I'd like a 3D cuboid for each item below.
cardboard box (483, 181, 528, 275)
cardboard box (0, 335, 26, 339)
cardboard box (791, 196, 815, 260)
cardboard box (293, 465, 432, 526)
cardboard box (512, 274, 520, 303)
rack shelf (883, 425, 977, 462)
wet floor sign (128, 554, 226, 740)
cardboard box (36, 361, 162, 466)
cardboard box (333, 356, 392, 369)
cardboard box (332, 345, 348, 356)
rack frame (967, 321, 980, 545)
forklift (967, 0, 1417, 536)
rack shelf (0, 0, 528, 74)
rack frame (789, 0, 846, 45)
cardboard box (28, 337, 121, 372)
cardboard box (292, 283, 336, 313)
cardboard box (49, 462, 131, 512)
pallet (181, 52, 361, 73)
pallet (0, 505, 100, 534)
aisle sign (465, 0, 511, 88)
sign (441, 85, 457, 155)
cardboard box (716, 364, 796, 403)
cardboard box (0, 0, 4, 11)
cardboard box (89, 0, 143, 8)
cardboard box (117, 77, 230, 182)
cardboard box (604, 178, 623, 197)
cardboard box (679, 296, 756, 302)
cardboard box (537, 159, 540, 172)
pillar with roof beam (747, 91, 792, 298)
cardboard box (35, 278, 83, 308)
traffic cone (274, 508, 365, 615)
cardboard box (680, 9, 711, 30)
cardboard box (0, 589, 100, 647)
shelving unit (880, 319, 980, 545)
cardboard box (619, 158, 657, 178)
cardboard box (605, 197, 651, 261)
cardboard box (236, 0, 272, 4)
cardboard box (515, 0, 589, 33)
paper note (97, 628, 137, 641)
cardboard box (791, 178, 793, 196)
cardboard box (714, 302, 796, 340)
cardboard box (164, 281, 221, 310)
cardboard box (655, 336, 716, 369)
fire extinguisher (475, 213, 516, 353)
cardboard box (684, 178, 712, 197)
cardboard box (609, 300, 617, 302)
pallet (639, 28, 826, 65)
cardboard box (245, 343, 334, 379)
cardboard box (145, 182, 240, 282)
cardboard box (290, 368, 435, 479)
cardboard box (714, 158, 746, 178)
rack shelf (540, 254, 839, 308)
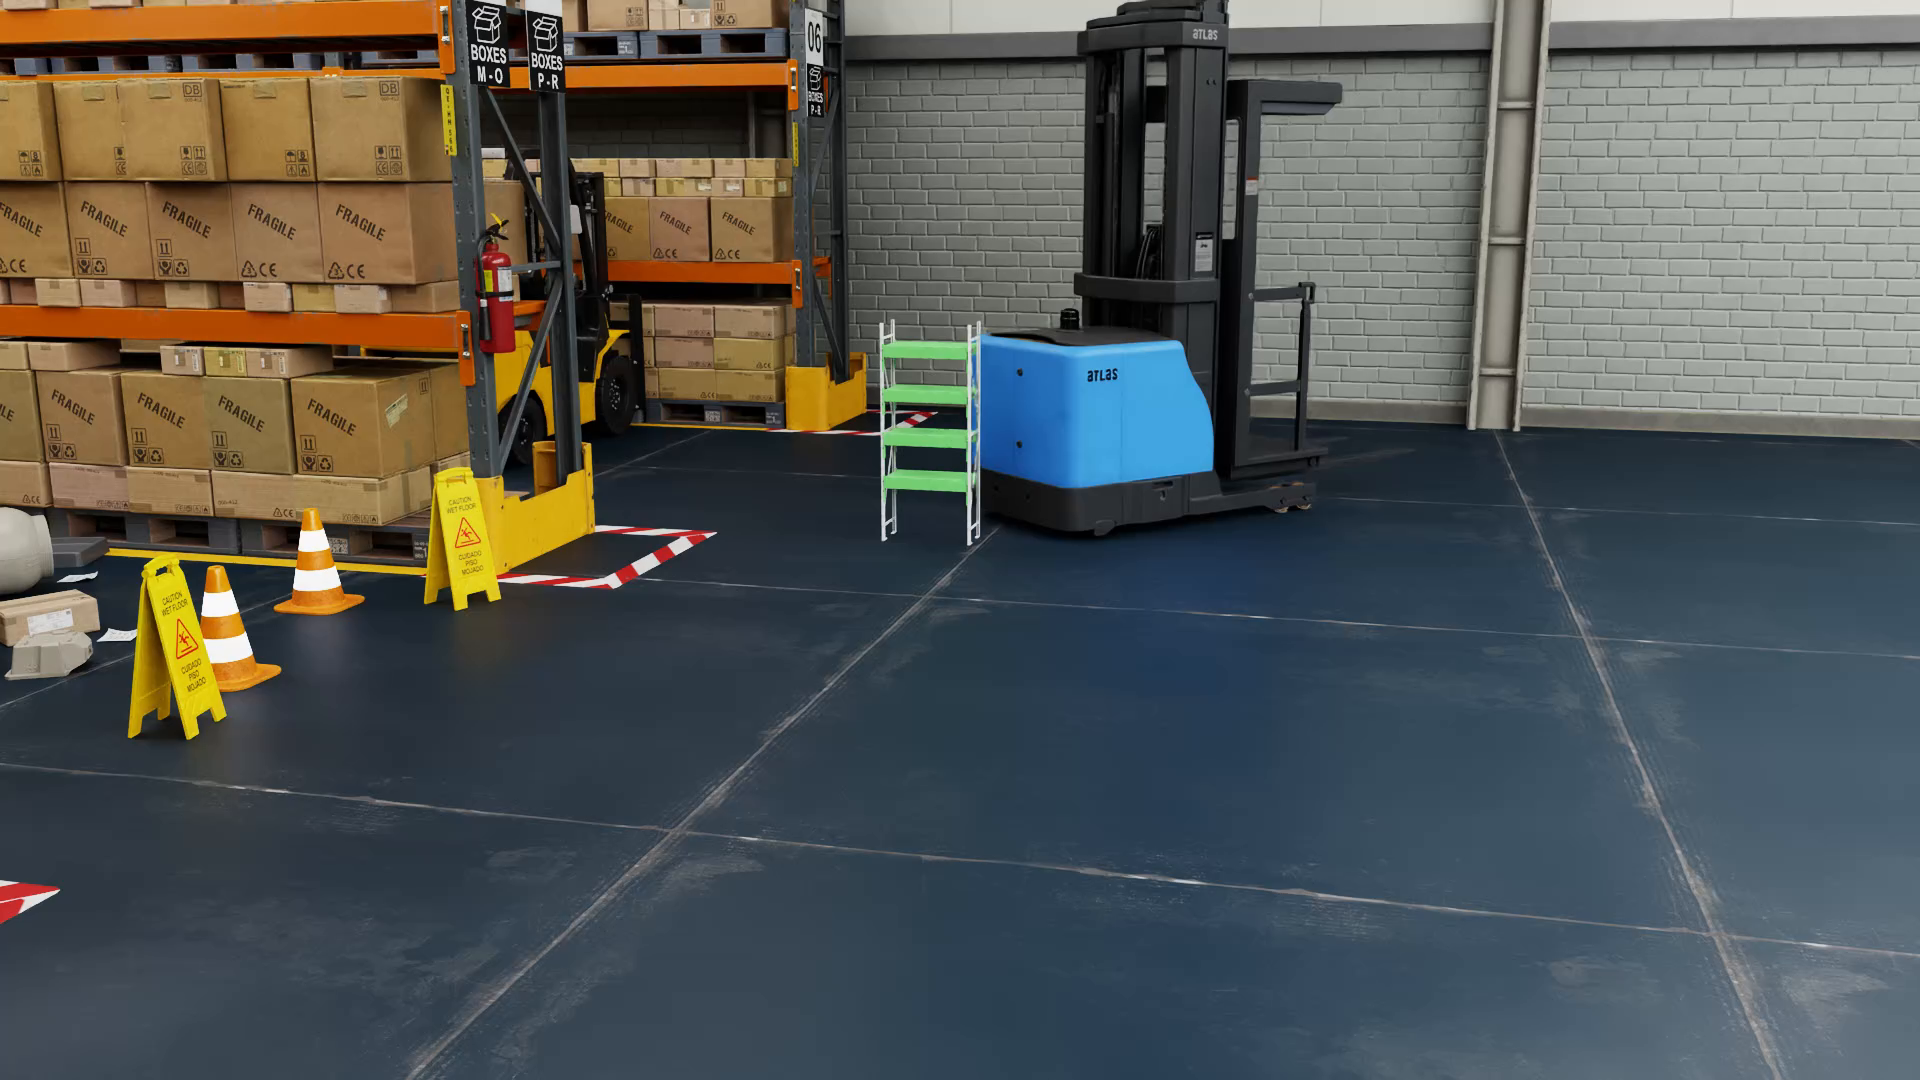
[{"bbox_3d":[-2.688,-1.683,8.976,0.500,0.500,0.500,3,13,13],"label":"cardboard box"},{"bbox_3d":[-8.274,-1.875,15.275,0.625,0.625,0.875,3,13,15],"label":"cardboard box"},{"bbox_3d":[-1.524,-2.583,13.719,0.500,0.500,0.500,3,13,15],"label":"cardboard box"},{"bbox_3d":[-3.167,-0.255,8.837,0.500,0.250,0.500,3,13,13],"label":"cardboard box"},{"bbox_3d":[-2.575,-1.344,8.948,0.250,0.149,0.380,3,13,14],"label":"cardboard box"},{"bbox_3d":[-0.161,-0.532,9.156,0.480,0.148,0.258,3,13,14],"label":"rack shelf"},{"bbox_3d":[-2.880,0.375,6.055,0.232,0.644,0.267,1,13,4],"label":"wet floor sign"},{"bbox_3d":[-4.645,-0.702,9.121,0.500,0.500,0.500,4,13,16],"label":"cardboard box"},{"bbox_3d":[-3.544,-0.762,9.390,0.500,0.500,0.500,3,13,11],"label":"cardboard box"},{"bbox_3d":[-5.502,-1.728,14.609,0.625,0.625,0.875,4,13,16],"label":"cardboard box"},{"bbox_3d":[0.076,-0.582,9.085,0.015,1.200,0.240,3,13,14],"label":"rack frame"},{"bbox_3d":[1.546,-1.675,10.018,3.031,2.935,1.130,-8,15,-33],"label":"forklift"},{"bbox_3d":[-4.237,-2.623,8.866,4.000,0.370,1.077,3,13,14],"label":"rack shelf"},{"bbox_3d":[-1.109,-5.379,12.701,0.127,3.000,1.000,3,13,14],"label":"rack frame"},{"bbox_3d":[-4.802,-1.013,9.023,0.250,0.149,0.380,4,13,17],"label":"cardboard box"},{"bbox_3d":[-3.225,-1.265,8.591,0.250,0.149,0.380,3,13,13],"label":"cardboard box"},{"bbox_3d":[-4.634,-0.336,9.203,0.500,0.250,0.500,3,13,13],"label":"cardboard box"},{"bbox_3d":[-5.852,-4.072,14.176,1.217,0.209,0.805,3,13,11],"label":"pallet"},{"bbox_3d":[-5.518,-0.225,9.759,1.213,0.211,1.003,3,13,14],"label":"pallet"},{"bbox_3d":[-2.304,-2.611,8.074,0.004,0.787,0.394,3,13,14],"label":"aisle sign"},{"bbox_3d":[-2.447,-2.010,7.964,0.005,0.325,0.100,3,13,14],"label":"sign"},{"bbox_3d":[-1.641,-1.270,13.413,0.500,0.250,0.500,3,13,14],"label":"cardboard box"},{"bbox_3d":[-4.936,-2.835,8.741,0.250,0.149,0.380,3,13,12],"label":"cardboard box"},{"bbox_3d":[-4.210,-2.778,8.483,0.250,0.149,0.380,3,13,13],"label":"cardboard box"},{"bbox_3d":[-3.852,-2.101,8.554,0.500,0.500,0.700,3,13,13],"label":"cardboard box"},{"bbox_3d":[-2.764,-2.836,13.362,0.250,0.149,0.380,3,13,14],"label":"cardboard box"},{"bbox_3d":[-2.016,-1.891,13.900,0.500,0.250,0.500,3,13,14],"label":"cardboard box"},{"bbox_3d":[-3.238,-3.030,13.550,0.250,0.149,0.380,3,13,14],"label":"cardboard box"},{"bbox_3d":[-2.601,-4.699,9.638,0.400,9.000,9.100,3,13,14],"label":"pillar with roof beam"},{"bbox_3d":[-4.710,-1.339,8.922,0.250,0.149,0.380,3,13,14],"label":"cardboard box"},{"bbox_3d":[-3.021,0.082,7.798,0.334,0.463,0.336,3,13,14],"label":"traffic cone"},{"bbox_3d":[-1.986,-4.025,12.903,0.250,0.149,0.380,3,13,12],"label":"cardboard box"},{"bbox_3d":[-4.051,0.343,7.346,0.250,0.149,0.380,12,17,43],"label":"cardboard box"},{"bbox_3d":[-0.161,-0.594,9.142,0.503,1.200,0.258,3,13,14],"label":"shelving unit"},{"bbox_3d":[-2.518,-2.968,13.270,0.250,0.149,0.380,3,13,15],"label":"cardboard box"},{"bbox_3d":[-2.649,-2.524,13.456,0.500,0.500,0.500,3,13,12],"label":"cardboard box"},{"bbox_3d":[-3.437,-2.761,8.410,0.250,0.149,0.380,3,13,14],"label":"cardboard box"},{"bbox_3d":[-3.127,-4.303,13.338,0.637,0.503,0.797,3,13,15],"label":"cardboard box"},{"bbox_3d":[-3.689,0.413,7.301,0.142,0.019,0.148,-1,13,-6],"label":"paper note"},{"bbox_3d":[-1.376,-2.888,13.595,0.250,0.149,0.380,3,13,12],"label":"cardboard box"},{"bbox_3d":[-1.631,-1.759,13.307,0.500,0.250,0.500,4,13,15],"label":"cardboard box"},{"bbox_3d":[-3.968,-1.309,8.790,0.250,0.149,0.380,3,13,13],"label":"cardboard box"},{"bbox_3d":[-2.141,-1.544,13.494,0.500,0.250,0.500,3,13,13],"label":"cardboard box"},{"bbox_3d":[-2.294,-1.265,8.190,0.183,0.674,0.296,3,13,14],"label":"fire extinguisher"},{"bbox_3d":[-2.005,-2.808,13.235,0.250,0.149,0.380,3,13,15],"label":"cardboard box"},{"bbox_3d":[-3.111,-1.836,13.655,0.500,0.250,0.500,3,13,12],"label":"cardboard box"},{"bbox_3d":[-1.789,-3.913,13.225,1.213,0.211,1.003,3,13,14],"label":"pallet"},{"bbox_3d":[-3.508,-0.943,8.708,0.250,0.149,0.380,3,13,15],"label":"cardboard box"},{"bbox_3d":[-3.858,-1.624,8.710,0.500,0.500,0.500,3,13,13],"label":"cardboard box"},{"bbox_3d":[-3.135,-0.621,8.756,0.500,0.500,0.500,3,13,14],"label":"cardboard box"},{"bbox_3d":[-1.754,-2.941,13.150,0.250,0.149,0.380,3,13,14],"label":"cardboard box"},{"bbox_3d":[-3.051,-2.202,13.896,4.000,0.370,1.077,3,13,14],"label":"rack shelf"}]
